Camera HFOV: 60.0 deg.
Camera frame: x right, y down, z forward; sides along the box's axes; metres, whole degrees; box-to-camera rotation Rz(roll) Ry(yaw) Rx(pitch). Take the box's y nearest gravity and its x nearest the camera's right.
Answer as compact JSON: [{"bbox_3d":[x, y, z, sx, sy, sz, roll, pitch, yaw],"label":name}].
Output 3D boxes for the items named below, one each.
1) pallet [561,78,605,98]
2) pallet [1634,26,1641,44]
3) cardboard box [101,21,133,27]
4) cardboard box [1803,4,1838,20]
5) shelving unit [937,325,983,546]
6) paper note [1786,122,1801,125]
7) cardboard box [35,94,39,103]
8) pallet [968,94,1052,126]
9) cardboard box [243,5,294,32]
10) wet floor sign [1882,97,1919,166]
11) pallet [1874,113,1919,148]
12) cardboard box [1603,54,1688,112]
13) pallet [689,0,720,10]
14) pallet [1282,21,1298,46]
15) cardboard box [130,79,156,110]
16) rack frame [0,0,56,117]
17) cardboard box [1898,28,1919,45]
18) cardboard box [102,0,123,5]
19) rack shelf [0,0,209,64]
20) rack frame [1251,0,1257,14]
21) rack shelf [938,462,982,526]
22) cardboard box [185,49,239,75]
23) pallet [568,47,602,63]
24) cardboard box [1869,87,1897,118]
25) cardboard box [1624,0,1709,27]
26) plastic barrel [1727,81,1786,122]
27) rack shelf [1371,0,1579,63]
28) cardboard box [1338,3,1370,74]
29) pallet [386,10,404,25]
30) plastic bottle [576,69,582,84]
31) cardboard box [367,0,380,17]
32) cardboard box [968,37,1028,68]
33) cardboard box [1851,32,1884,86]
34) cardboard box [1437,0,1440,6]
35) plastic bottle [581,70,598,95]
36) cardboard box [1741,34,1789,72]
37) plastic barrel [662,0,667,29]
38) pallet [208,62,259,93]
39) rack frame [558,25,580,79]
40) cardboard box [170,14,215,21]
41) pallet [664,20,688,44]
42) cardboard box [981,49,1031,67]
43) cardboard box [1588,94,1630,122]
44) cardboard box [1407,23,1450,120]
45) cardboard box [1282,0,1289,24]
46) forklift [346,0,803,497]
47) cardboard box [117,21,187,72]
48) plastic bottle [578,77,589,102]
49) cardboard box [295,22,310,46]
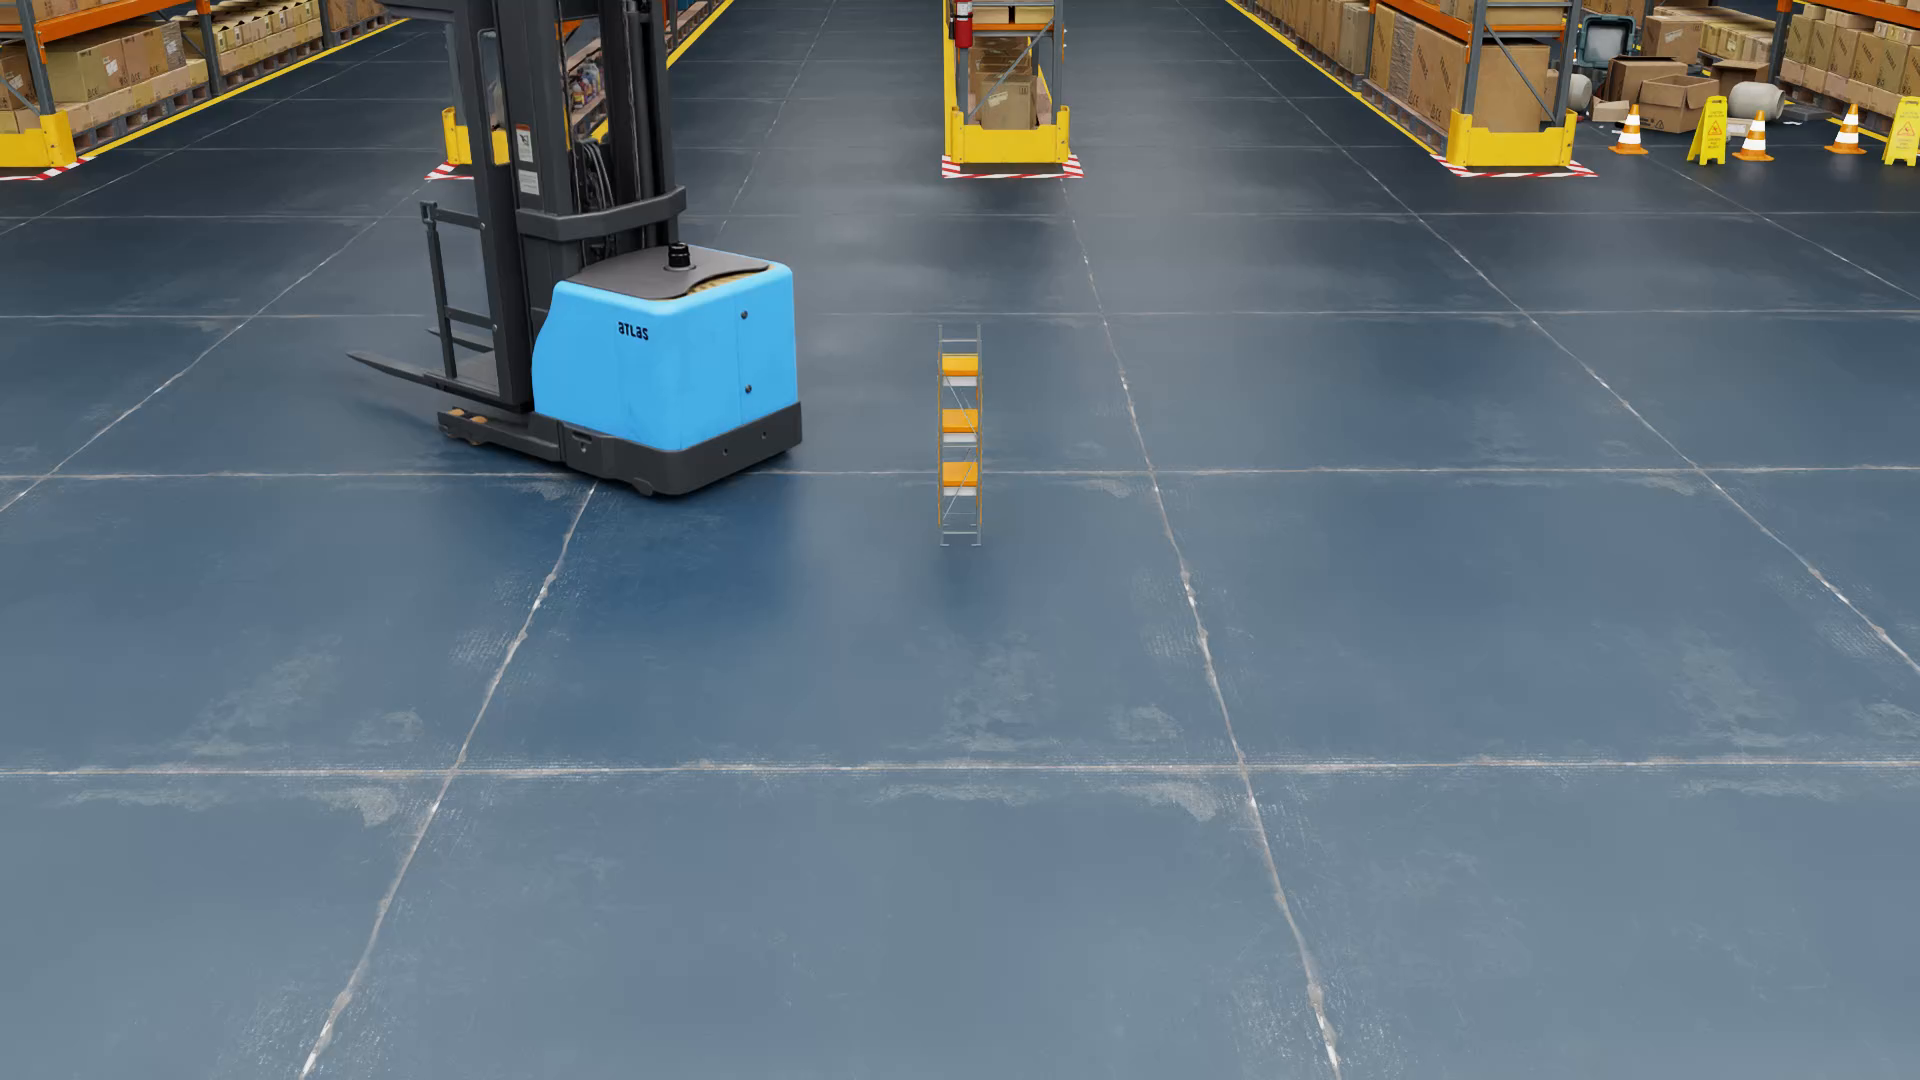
[{"bbox_3d":[-4.538,-5.237,19.574,1.003,0.211,1.213,0,24,-1],"label":"pallet"},{"bbox_3d":[10.382,-7.554,24.697,1.003,0.211,1.213,0,24,-1],"label":"pallet"},{"bbox_3d":[-9.751,-5.646,19.010,0.500,0.500,0.500,0,24,-1],"label":"cardboard box"},{"bbox_3d":[10.037,-6.131,19.296,0.380,0.149,0.250,0,24,0],"label":"cardboard box"},{"bbox_3d":[-0.001,-0.500,8.082,0.215,1.050,0.252,0,24,-1],"label":"shelving unit"},{"bbox_3d":[9.247,-4.633,18.456,0.142,0.019,0.148,-9,26,-19],"label":"paper note"},{"bbox_3d":[-9.731,-4.480,17.342,0.500,0.250,0.500,0,24,-1],"label":"cardboard box"},{"bbox_3d":[0.508,-4.756,18.509,1.003,0.211,1.213,0,24,-1],"label":"pallet"},{"bbox_3d":[-9.233,-6.969,22.166,0.500,0.311,0.500,0,24,-1],"label":"cardboard box"},{"bbox_3d":[9.335,-4.047,16.416,0.267,0.644,0.232,8,26,18],"label":"wet floor sign"},{"bbox_3d":[10.428,-4.299,17.499,1.003,0.211,1.213,0,24,-1],"label":"pallet"},{"bbox_3d":[7.833,-5.225,19.028,0.797,0.637,0.503,0,24,-1],"label":"cardboard box"},{"bbox_3d":[-4.637,-9.113,28.144,1.003,0.211,1.213,0,24,-1],"label":"pallet"},{"bbox_3d":[5.360,-7.487,24.549,1.003,0.211,1.213,0,24,-1],"label":"pallet"},{"bbox_3d":[-9.211,-4.894,18.259,0.500,0.250,0.500,0,24,-1],"label":"cardboard box"},{"bbox_3d":[-9.413,-5.116,15.921,1.000,3.000,0.127,0,24,-1],"label":"rack frame"},{"bbox_3d":[10.062,-5.259,17.368,0.380,0.149,0.250,0,24,1],"label":"cardboard box"},{"bbox_3d":[-9.425,-5.992,17.736,0.700,0.500,0.500,0,24,1],"label":"cardboard box"},{"bbox_3d":[-9.434,-5.612,17.892,1.077,0.370,4.000,0,24,-1],"label":"rack shelf"},{"bbox_3d":[5.323,-10.084,26.906,1.000,3.000,0.127,0,24,-1],"label":"rack frame"},{"bbox_3d":[-0.001,-0.238,8.201,0.215,0.259,0.240,0,24,-1],"label":"rack shelf"},{"bbox_3d":[-9.213,-5.870,20.415,0.500,0.250,0.500,-1,24,-2],"label":"cardboard box"},{"bbox_3d":[-4.567,-6.342,22.015,1.003,0.211,1.213,0,24,-1],"label":"pallet"},{"bbox_3d":[10.127,-4.687,17.801,0.500,0.250,0.500,0,24,0],"label":"cardboard box"},{"bbox_3d":[10.391,-8.008,24.385,0.875,0.875,0.875,0,24,-1],"label":"cardboard box"},{"bbox_3d":[8.866,-4.874,18.512,0.512,0.421,0.421,19,30,35],"label":"plastic barrel"},{"bbox_3d":[5.432,-5.636,17.944,1.077,0.370,4.000,0,24,-1],"label":"rack shelf"},{"bbox_3d":[5.313,-6.209,20.559,1.050,0.750,0.750,0,24,-1],"label":"cardboard box"},{"bbox_3d":[-9.497,-8.455,26.688,1.003,0.211,1.213,0,24,-1],"label":"pallet"},{"bbox_3d":[-4.311,-5.204,18.878,0.061,0.283,0.133,0,24,-1],"label":"plastic bottle"},{"bbox_3d":[-9.242,-8.300,25.461,0.500,0.500,0.500,-1,24,-2],"label":"cardboard box"},{"bbox_3d":[0.464,-6.122,20.645,0.700,0.500,0.500,-2,24,-5],"label":"cardboard box"},{"bbox_3d":[10.125,-5.235,18.103,0.500,0.500,0.500,-1,24,-2],"label":"cardboard box"},{"bbox_3d":[5.496,-5.818,17.292,0.875,0.550,0.550,0,24,-1],"label":"cardboard box"},{"bbox_3d":[-4.205,-5.201,18.881,0.152,0.276,0.135,0,24,0],"label":"plastic bottle"},{"bbox_3d":[10.351,-6.062,20.692,0.950,0.372,0.625,0,24,0],"label":"cardboard box"},{"bbox_3d":[-4.569,-7.837,24.062,0.600,0.830,0.708,0,24,-1],"label":"plastic barrel"},{"bbox_3d":[-9.503,-5.797,20.811,1.003,0.211,1.213,0,24,-1],"label":"pallet"},{"bbox_3d":[-4.503,-6.785,19.611,1.000,3.000,0.127,0,24,-1],"label":"rack frame"},{"bbox_3d":[-9.762,-6.544,21.225,0.500,0.311,0.500,0,24,-1],"label":"cardboard box"},{"bbox_3d":[-4.597,-7.487,24.548,1.003,0.211,1.213,0,24,-1],"label":"pallet"},{"bbox_3d":[0.513,-5.203,18.638,0.500,0.500,0.500,-2,24,-5],"label":"cardboard box"},{"bbox_3d":[7.271,-4.842,18.633,0.396,0.266,0.258,4,25,9],"label":"cardboard box"},{"bbox_3d":[5.369,-5.004,17.743,0.875,0.875,0.875,-1,24,-1],"label":"cardboard box"},{"bbox_3d":[5.096,-7.972,24.761,0.500,0.500,0.500,1,24,2],"label":"cardboard box"},{"bbox_3d":[-2.371,-2.027,9.176,3.031,2.935,1.130,17,29,32],"label":"forklift"},{"bbox_3d":[-9.239,-5.648,19.015,0.500,0.500,0.500,0,24,-1],"label":"cardboard box"},{"bbox_3d":[-4.171,-4.984,18.406,0.097,0.271,0.097,0,24,0],"label":"plastic bottle"},{"bbox_3d":[-9.241,-6.923,22.743,0.500,0.250,0.500,-1,24,-1],"label":"cardboard box"}]
